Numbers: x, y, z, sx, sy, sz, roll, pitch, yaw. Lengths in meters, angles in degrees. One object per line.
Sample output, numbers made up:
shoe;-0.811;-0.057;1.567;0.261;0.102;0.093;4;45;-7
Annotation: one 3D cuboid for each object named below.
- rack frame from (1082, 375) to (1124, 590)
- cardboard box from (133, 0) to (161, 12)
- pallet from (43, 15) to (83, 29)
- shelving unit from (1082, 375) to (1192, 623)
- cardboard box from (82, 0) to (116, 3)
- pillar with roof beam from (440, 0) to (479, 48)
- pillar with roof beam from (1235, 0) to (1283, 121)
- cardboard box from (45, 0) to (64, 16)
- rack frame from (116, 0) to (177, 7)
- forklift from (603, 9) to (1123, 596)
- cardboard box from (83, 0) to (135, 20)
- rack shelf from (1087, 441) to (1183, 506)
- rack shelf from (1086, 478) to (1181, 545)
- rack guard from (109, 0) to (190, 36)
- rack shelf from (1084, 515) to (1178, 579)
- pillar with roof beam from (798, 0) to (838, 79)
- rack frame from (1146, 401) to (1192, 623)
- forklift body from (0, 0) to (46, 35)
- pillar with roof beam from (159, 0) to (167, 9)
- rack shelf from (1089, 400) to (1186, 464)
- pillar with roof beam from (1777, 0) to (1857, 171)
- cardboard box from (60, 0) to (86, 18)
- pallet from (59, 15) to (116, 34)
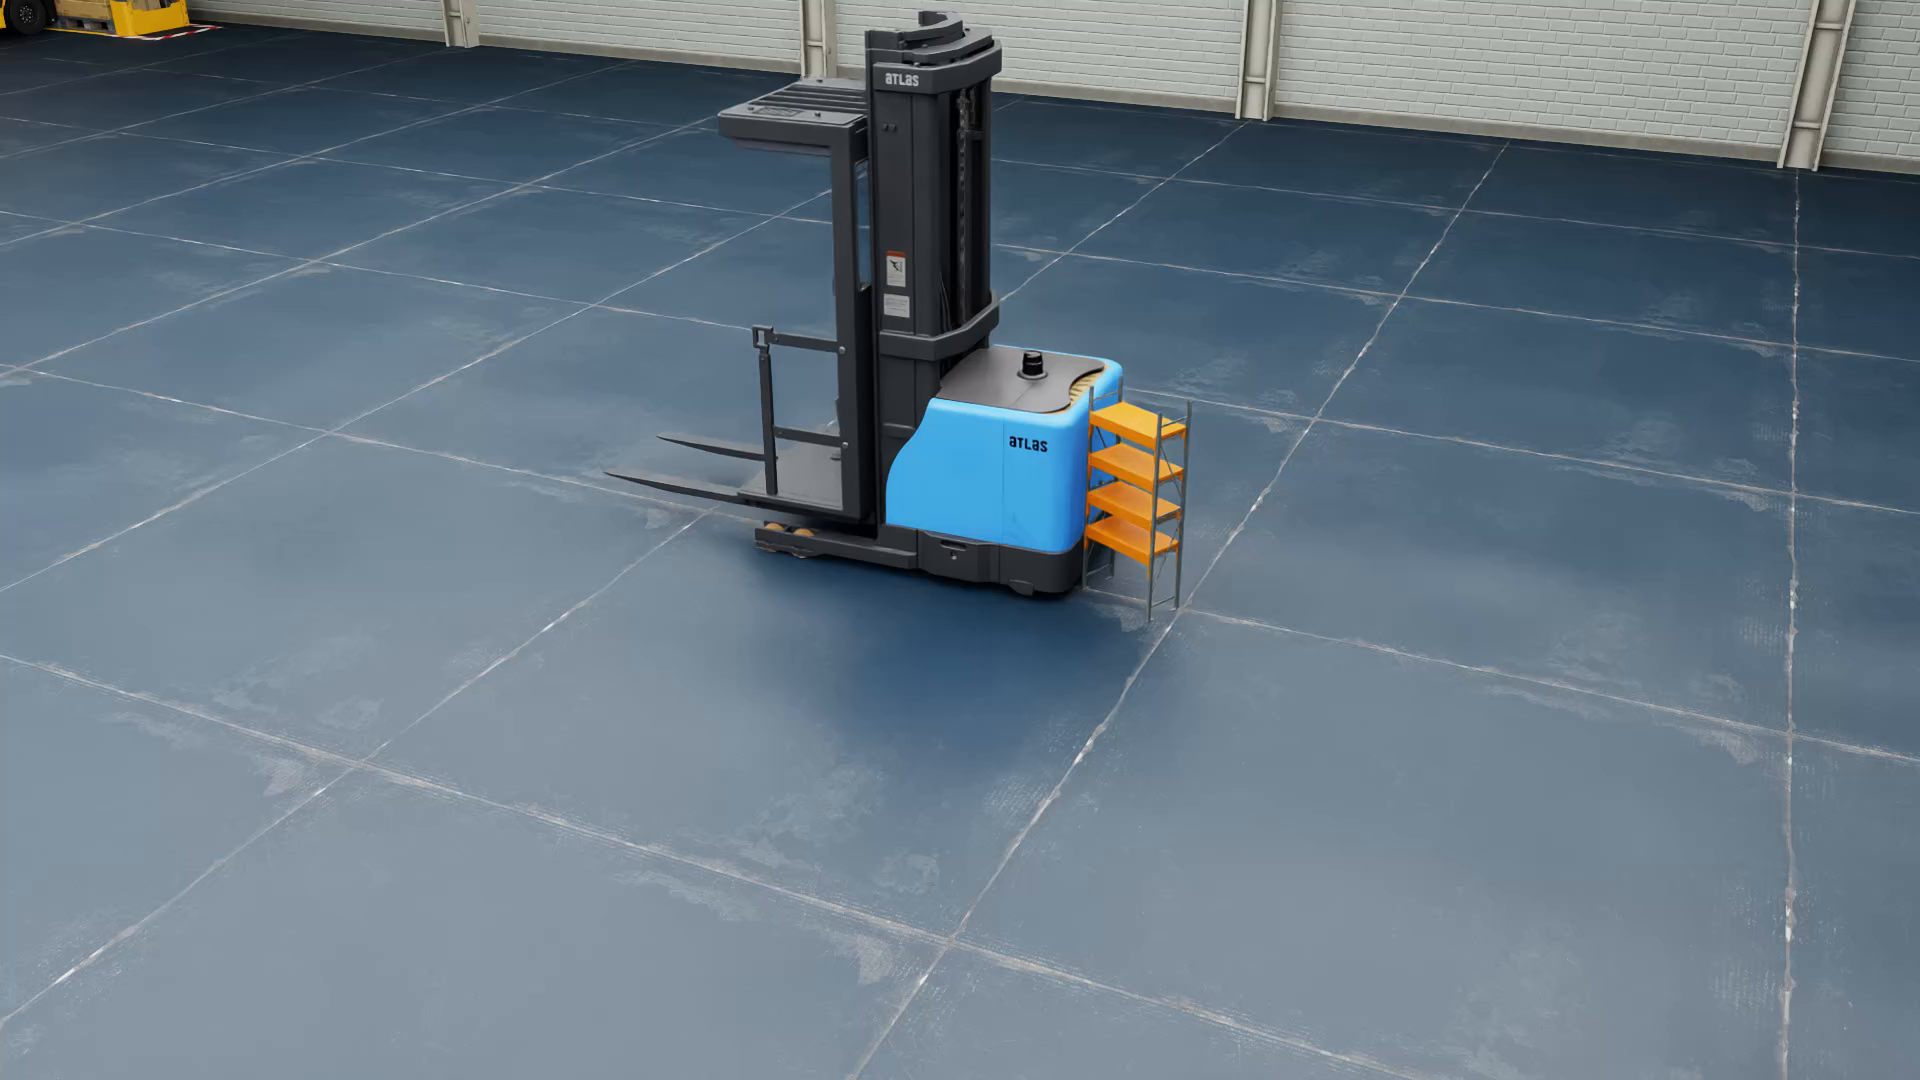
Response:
rack frame;0.770;-0.297;8.995;0.240;1.200;0.015;-21;33;-36
cardboard box;-12.919;-8.400;26.054;0.500;0.250;0.500;11;28;22
pallet;-14.373;-8.373;26.517;1.213;0.211;1.003;11;28;22
shelving unit;0.928;-0.215;8.829;0.258;1.200;0.503;-21;33;-36
cardboard box;-13.125;-8.420;25.527;0.500;0.250;0.500;11;28;21
pillar with roof beam;-9.134;-9.630;19.123;0.400;9.000;9.100;11;28;22
pillar with roof beam;1.790;-7.436;14.666;0.400;9.000;9.100;11;28;22
cardboard box;-14.012;-8.381;26.014;0.500;0.250;0.500;12;29;22
rack frame;-12.553;-9.277;25.197;0.127;3.000;1.000;11;28;22
forklift;-0.638;-1.414;9.305;3.031;2.935;1.130;10;28;20
cardboard box;-13.111;-8.191;25.628;0.500;0.250;0.500;12;28;22
rack shelf;0.928;-0.356;8.760;0.258;0.148;0.480;-21;33;-36
rack shelf;0.928;-0.155;8.859;0.258;0.148;0.480;-21;33;-36
rack guard;-12.531;-8.151;25.740;0.348;0.500;1.175;11;28;22
rack shelf;0.928;0.023;8.946;0.258;0.148;0.480;-21;33;-36
pillar with roof beam;-3.672;-8.533;16.894;0.400;9.000;9.100;11;28;22
rack frame;1.087;-0.133;8.662;0.240;1.200;0.015;-21;33;-36
forklift body;-15.034;-8.510;24.599;1.214;2.155;2.313;11;28;22
pillar with roof beam;-14.596;-10.727;21.351;0.400;9.000;9.100;11;28;22
rack shelf;0.928;-0.568;8.655;0.258;0.148;0.480;-21;33;-36
pillar with roof beam;7.252;-6.339;12.438;0.400;9.000;9.100;11;28;22
cardboard box;-13.560;-8.286;25.821;0.500;0.250;0.500;11;28;22
pallet;-13.266;-8.149;26.063;1.213;0.211;1.003;11;28;22
